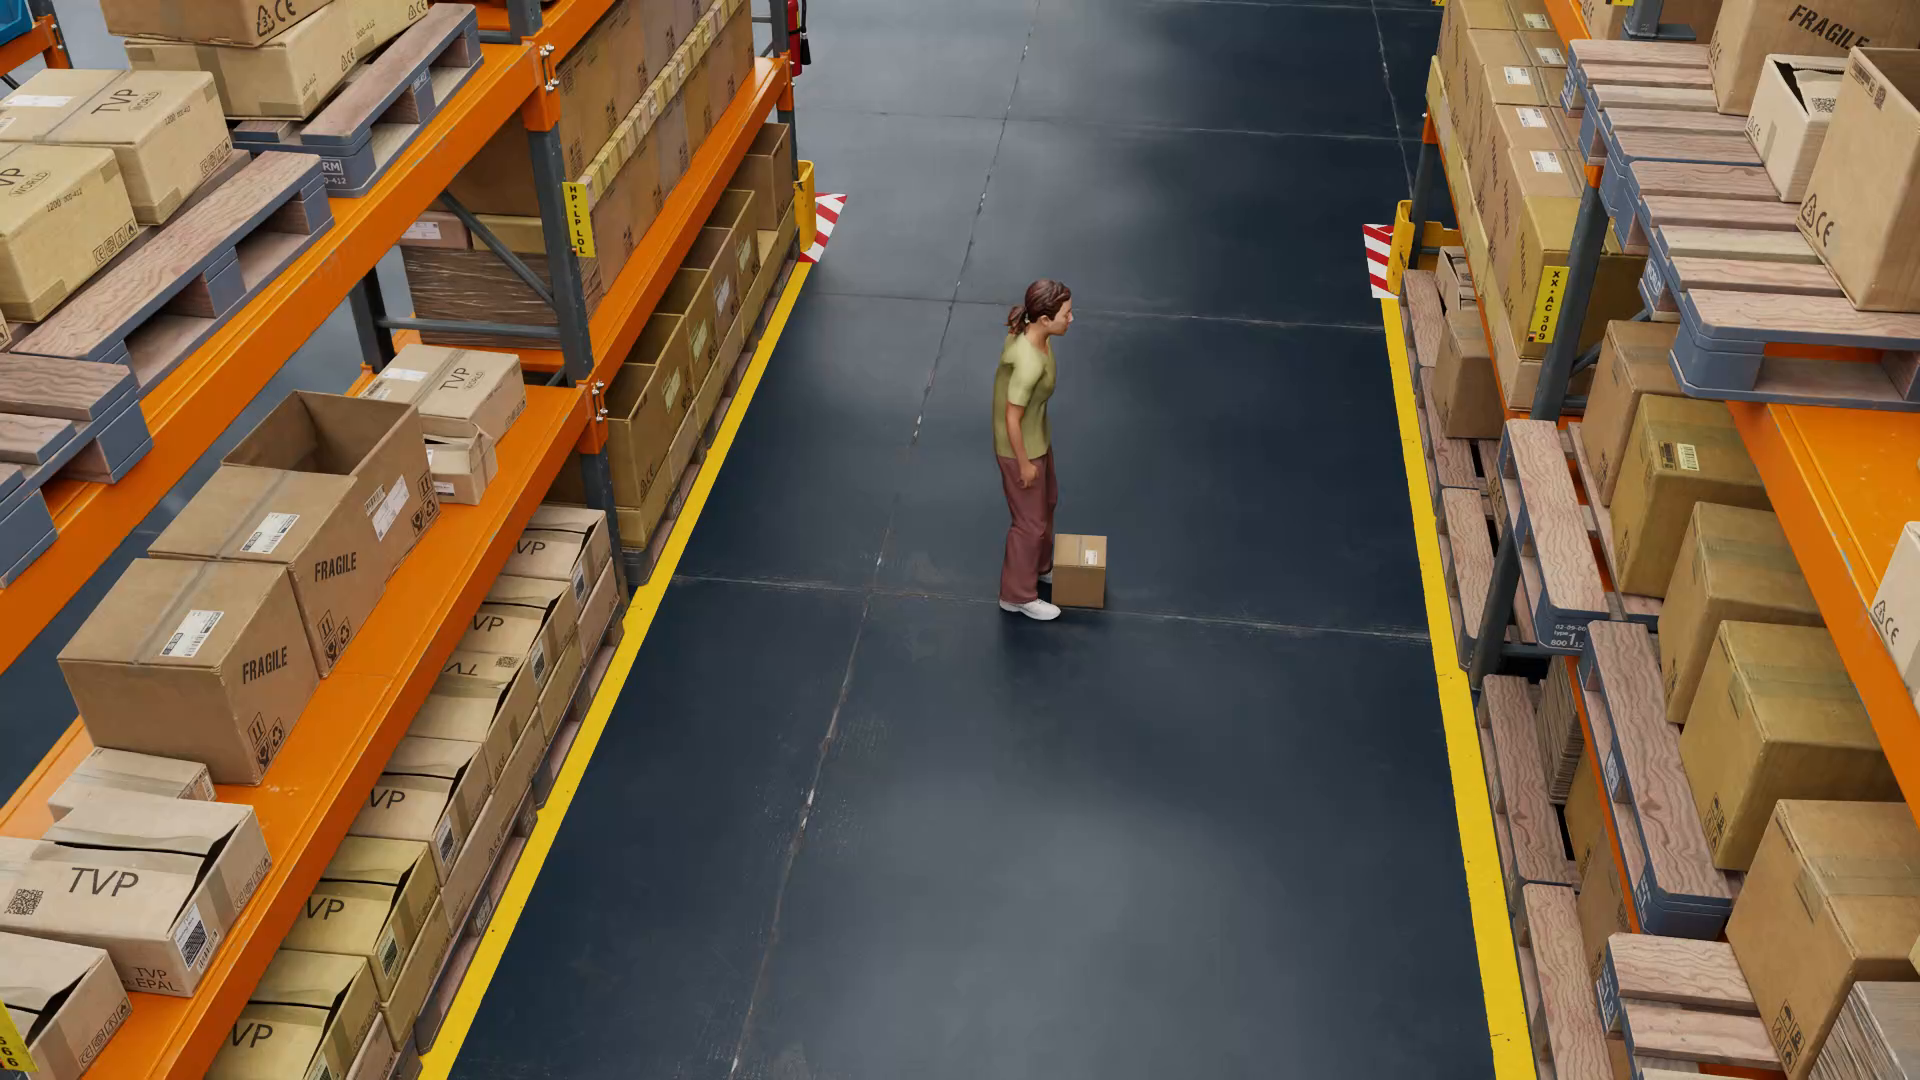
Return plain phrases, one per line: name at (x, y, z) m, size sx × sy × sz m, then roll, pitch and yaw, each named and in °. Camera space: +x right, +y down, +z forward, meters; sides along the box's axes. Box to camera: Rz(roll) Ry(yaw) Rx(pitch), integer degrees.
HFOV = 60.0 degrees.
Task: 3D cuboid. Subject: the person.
person at (0.352, -0.433, 7.629) m, size 0.407 × 1.673 × 0.498 m, roll 5°, pitch 37°, yaw 6°
